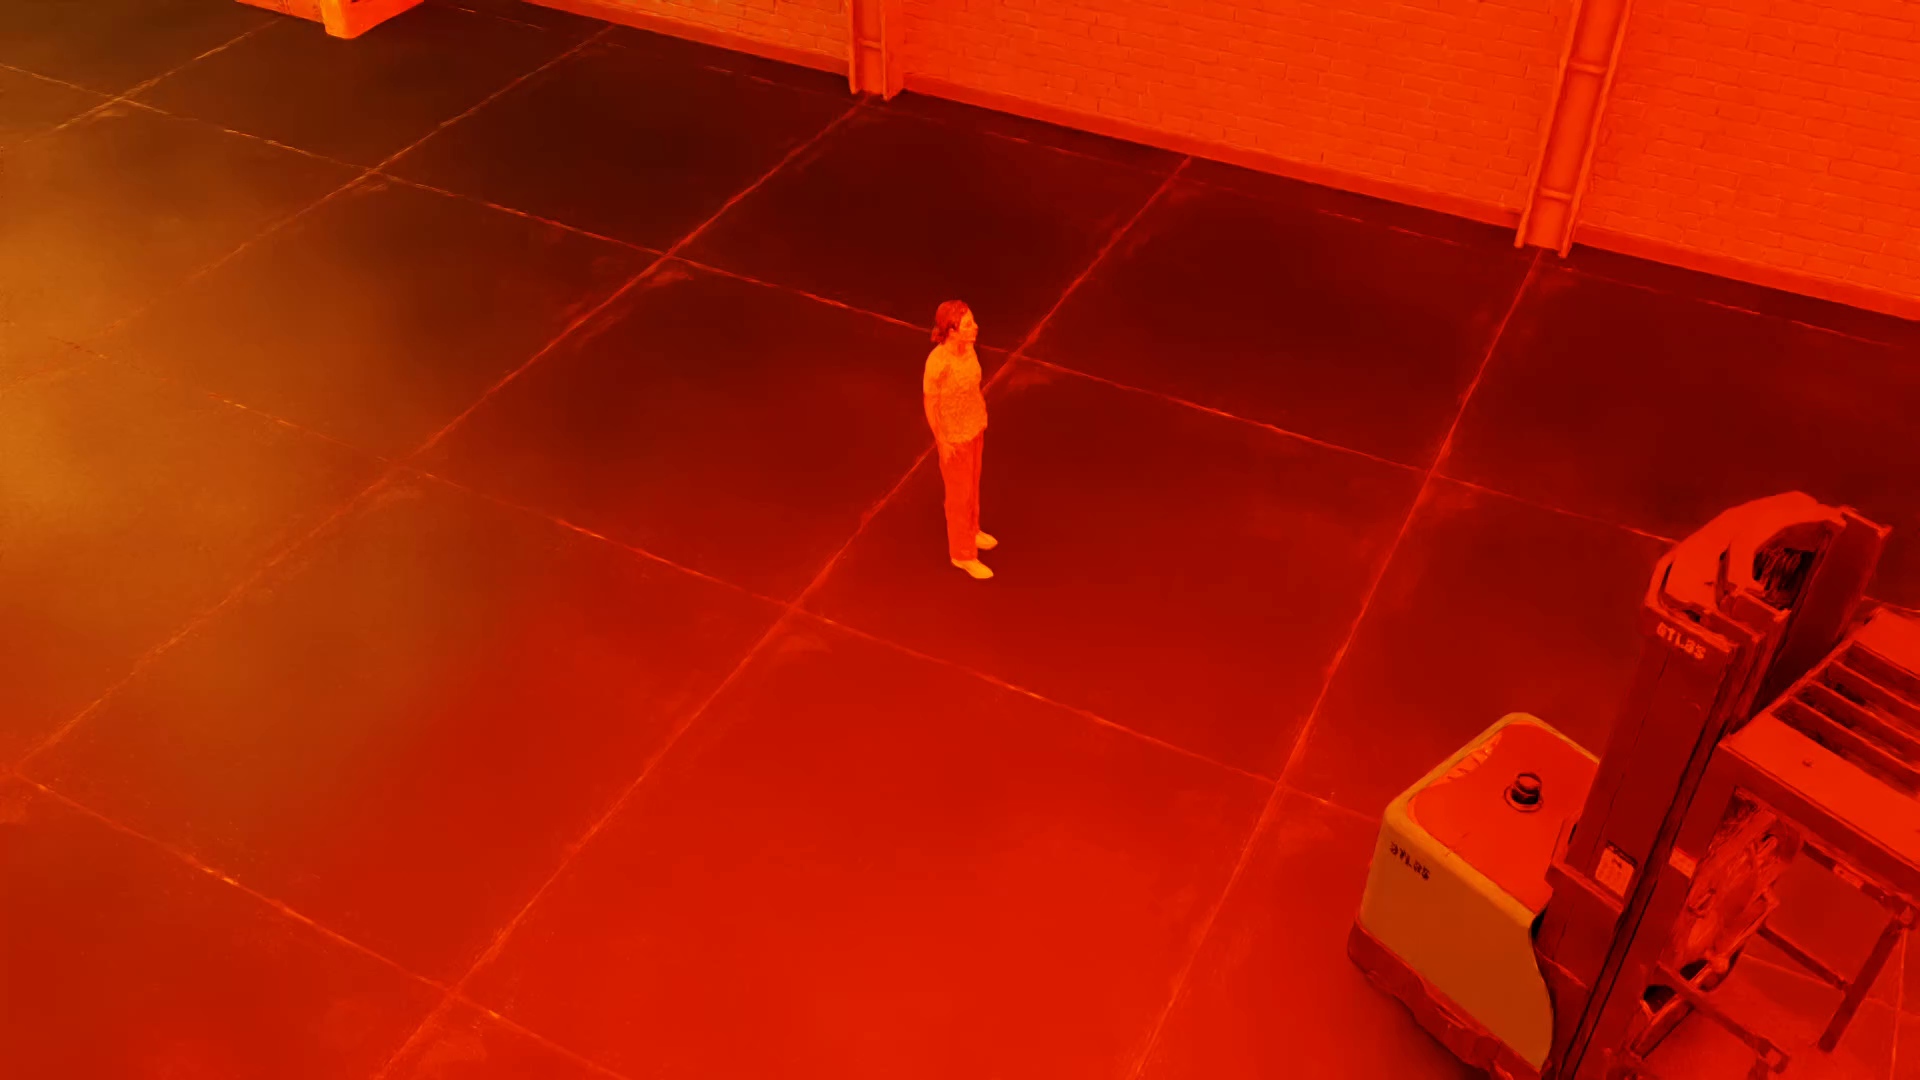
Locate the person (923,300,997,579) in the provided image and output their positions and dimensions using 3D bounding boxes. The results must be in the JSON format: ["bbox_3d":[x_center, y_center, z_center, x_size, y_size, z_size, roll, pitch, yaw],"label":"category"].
[{"bbox_3d":[0.061,-0.618,9.684,0.548,1.674,0.554,18,43,21],"label":"person"}]

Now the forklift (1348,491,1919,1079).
[{"bbox_3d":[3.157,1.398,6.327,1.130,2.935,3.031,-28,47,-29],"label":"forklift"}]
